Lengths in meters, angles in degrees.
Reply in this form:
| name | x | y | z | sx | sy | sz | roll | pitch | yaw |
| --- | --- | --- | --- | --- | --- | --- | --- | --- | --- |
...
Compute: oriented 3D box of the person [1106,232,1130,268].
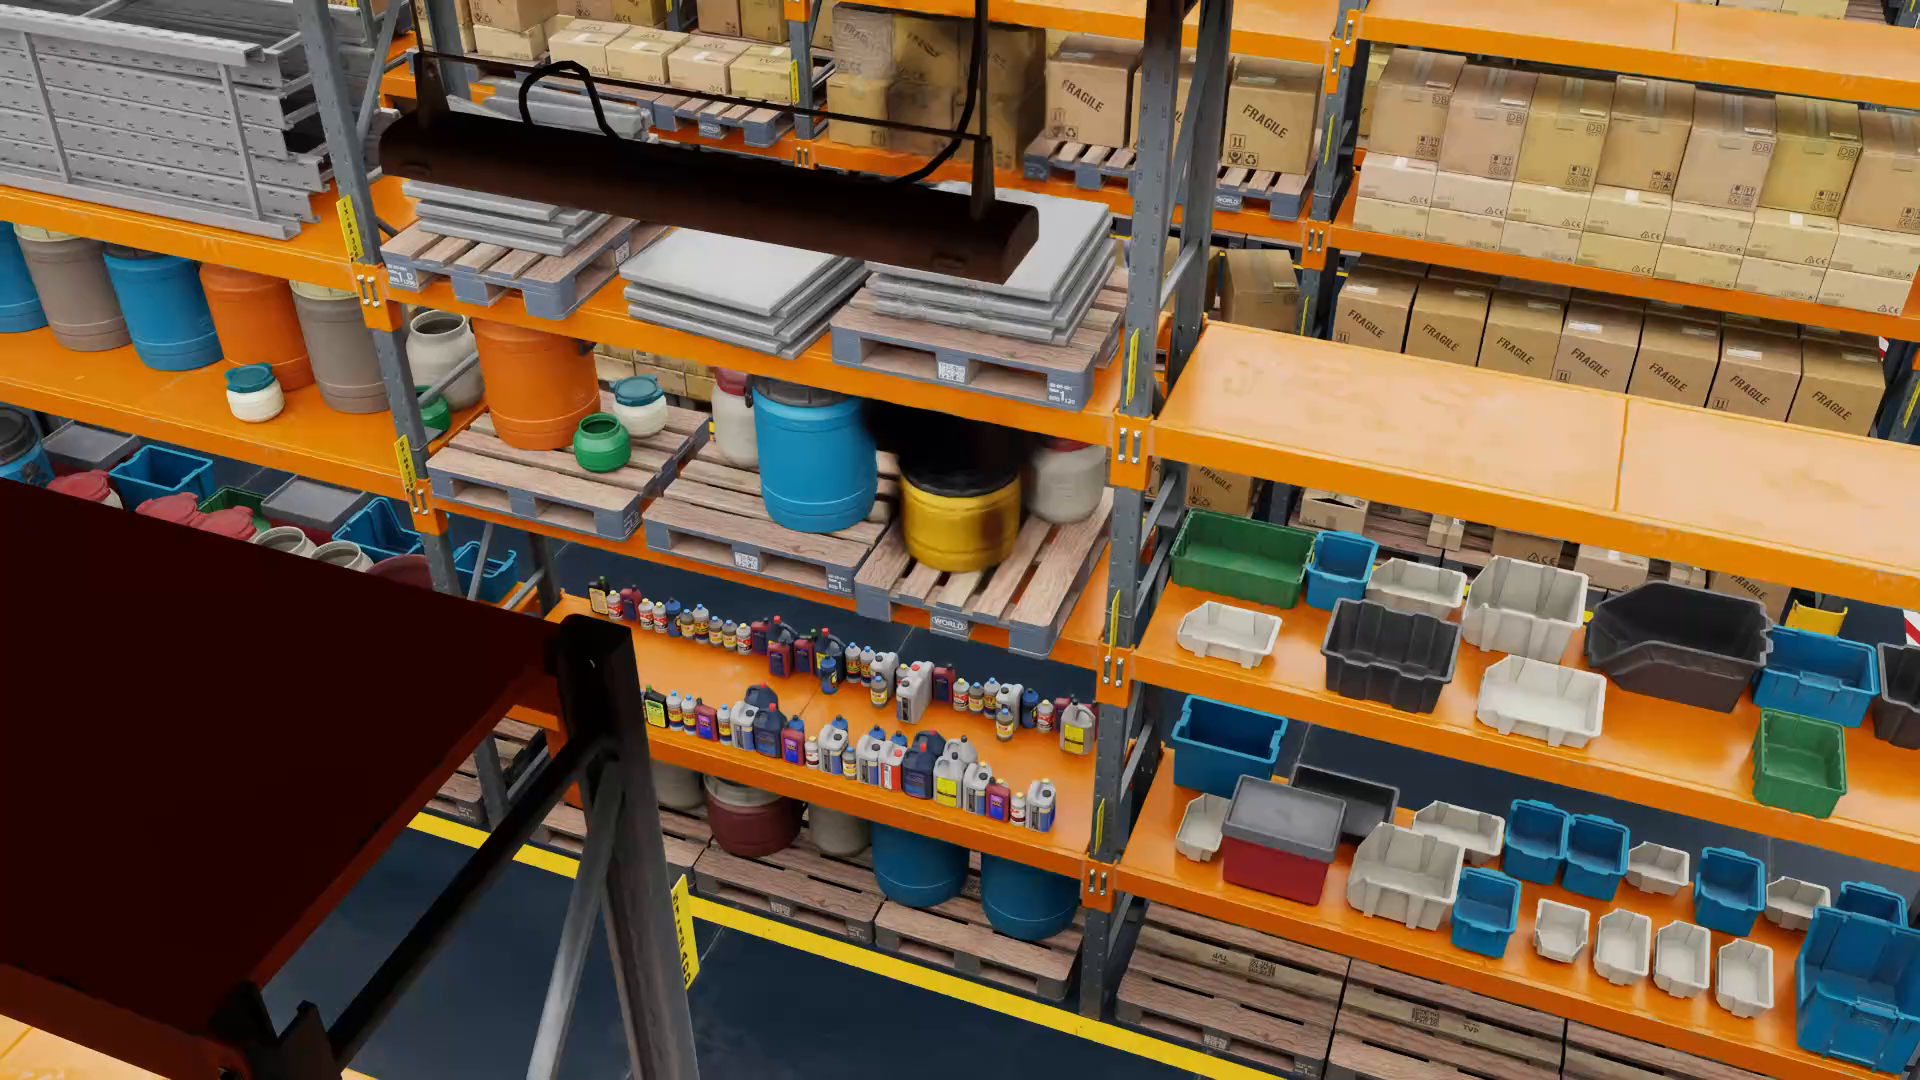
| name | x | y | z | sx | sy | sz | roll | pitch | yaw |
| --- | --- | --- | --- | --- | --- | --- | --- | --- | --- |
| person | 1.559 | -2.028 | 14.862 | 0.976 | 1.612 | 0.642 | 14 | 39 | 18 |
